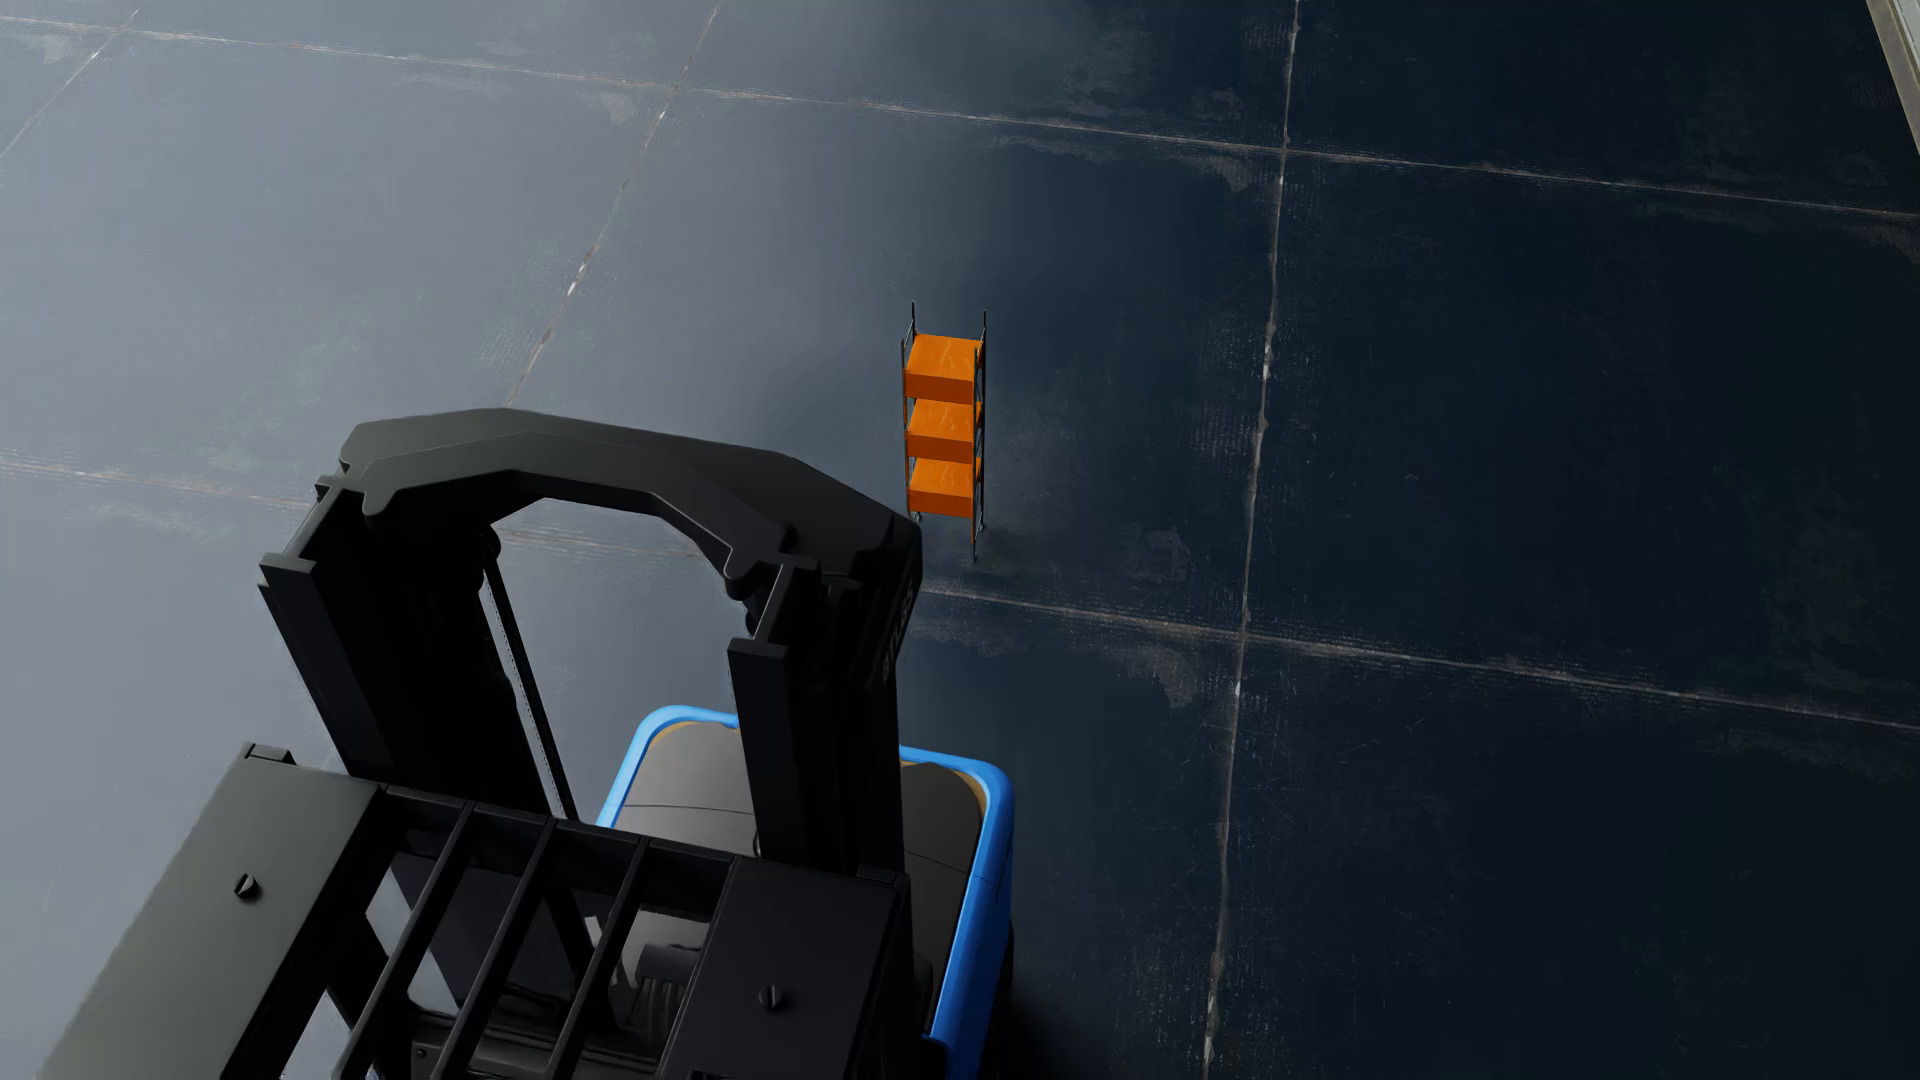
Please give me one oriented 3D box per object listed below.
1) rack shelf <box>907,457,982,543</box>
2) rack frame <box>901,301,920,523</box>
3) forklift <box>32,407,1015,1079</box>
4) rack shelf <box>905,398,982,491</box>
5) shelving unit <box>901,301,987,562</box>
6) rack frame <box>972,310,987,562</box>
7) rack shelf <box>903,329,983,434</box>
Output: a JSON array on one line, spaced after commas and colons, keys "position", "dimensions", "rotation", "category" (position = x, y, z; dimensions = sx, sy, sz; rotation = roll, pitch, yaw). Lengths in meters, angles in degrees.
[{"position": [-0.053, -0.165, 6.080], "dimensions": [0.240, 0.259, 0.215], "rotation": [8, 49, 7], "category": "rack shelf"}, {"position": [-0.173, -0.374, 5.880], "dimensions": [0.008, 1.050, 0.200], "rotation": [8, 49, 7], "category": "rack frame"}, {"position": [-0.668, 1.314, 3.099], "dimensions": [1.130, 2.935, 3.031], "rotation": [10, 49, 8], "category": "forklift"}, {"position": [-0.053, -0.351, 5.874], "dimensions": [0.240, 0.259, 0.215], "rotation": [8, 49, 7], "category": "rack shelf"}, {"position": [-0.053, -0.358, 5.866], "dimensions": [0.252, 1.050, 0.215], "rotation": [8, 49, 7], "category": "shelving unit"}, {"position": [0.067, -0.342, 5.851], "dimensions": [0.008, 1.050, 0.200], "rotation": [8, 49, 7], "category": "rack frame"}, {"position": [-0.053, -0.541, 5.663], "dimensions": [0.240, 0.259, 0.215], "rotation": [8, 49, 7], "category": "rack shelf"}]
